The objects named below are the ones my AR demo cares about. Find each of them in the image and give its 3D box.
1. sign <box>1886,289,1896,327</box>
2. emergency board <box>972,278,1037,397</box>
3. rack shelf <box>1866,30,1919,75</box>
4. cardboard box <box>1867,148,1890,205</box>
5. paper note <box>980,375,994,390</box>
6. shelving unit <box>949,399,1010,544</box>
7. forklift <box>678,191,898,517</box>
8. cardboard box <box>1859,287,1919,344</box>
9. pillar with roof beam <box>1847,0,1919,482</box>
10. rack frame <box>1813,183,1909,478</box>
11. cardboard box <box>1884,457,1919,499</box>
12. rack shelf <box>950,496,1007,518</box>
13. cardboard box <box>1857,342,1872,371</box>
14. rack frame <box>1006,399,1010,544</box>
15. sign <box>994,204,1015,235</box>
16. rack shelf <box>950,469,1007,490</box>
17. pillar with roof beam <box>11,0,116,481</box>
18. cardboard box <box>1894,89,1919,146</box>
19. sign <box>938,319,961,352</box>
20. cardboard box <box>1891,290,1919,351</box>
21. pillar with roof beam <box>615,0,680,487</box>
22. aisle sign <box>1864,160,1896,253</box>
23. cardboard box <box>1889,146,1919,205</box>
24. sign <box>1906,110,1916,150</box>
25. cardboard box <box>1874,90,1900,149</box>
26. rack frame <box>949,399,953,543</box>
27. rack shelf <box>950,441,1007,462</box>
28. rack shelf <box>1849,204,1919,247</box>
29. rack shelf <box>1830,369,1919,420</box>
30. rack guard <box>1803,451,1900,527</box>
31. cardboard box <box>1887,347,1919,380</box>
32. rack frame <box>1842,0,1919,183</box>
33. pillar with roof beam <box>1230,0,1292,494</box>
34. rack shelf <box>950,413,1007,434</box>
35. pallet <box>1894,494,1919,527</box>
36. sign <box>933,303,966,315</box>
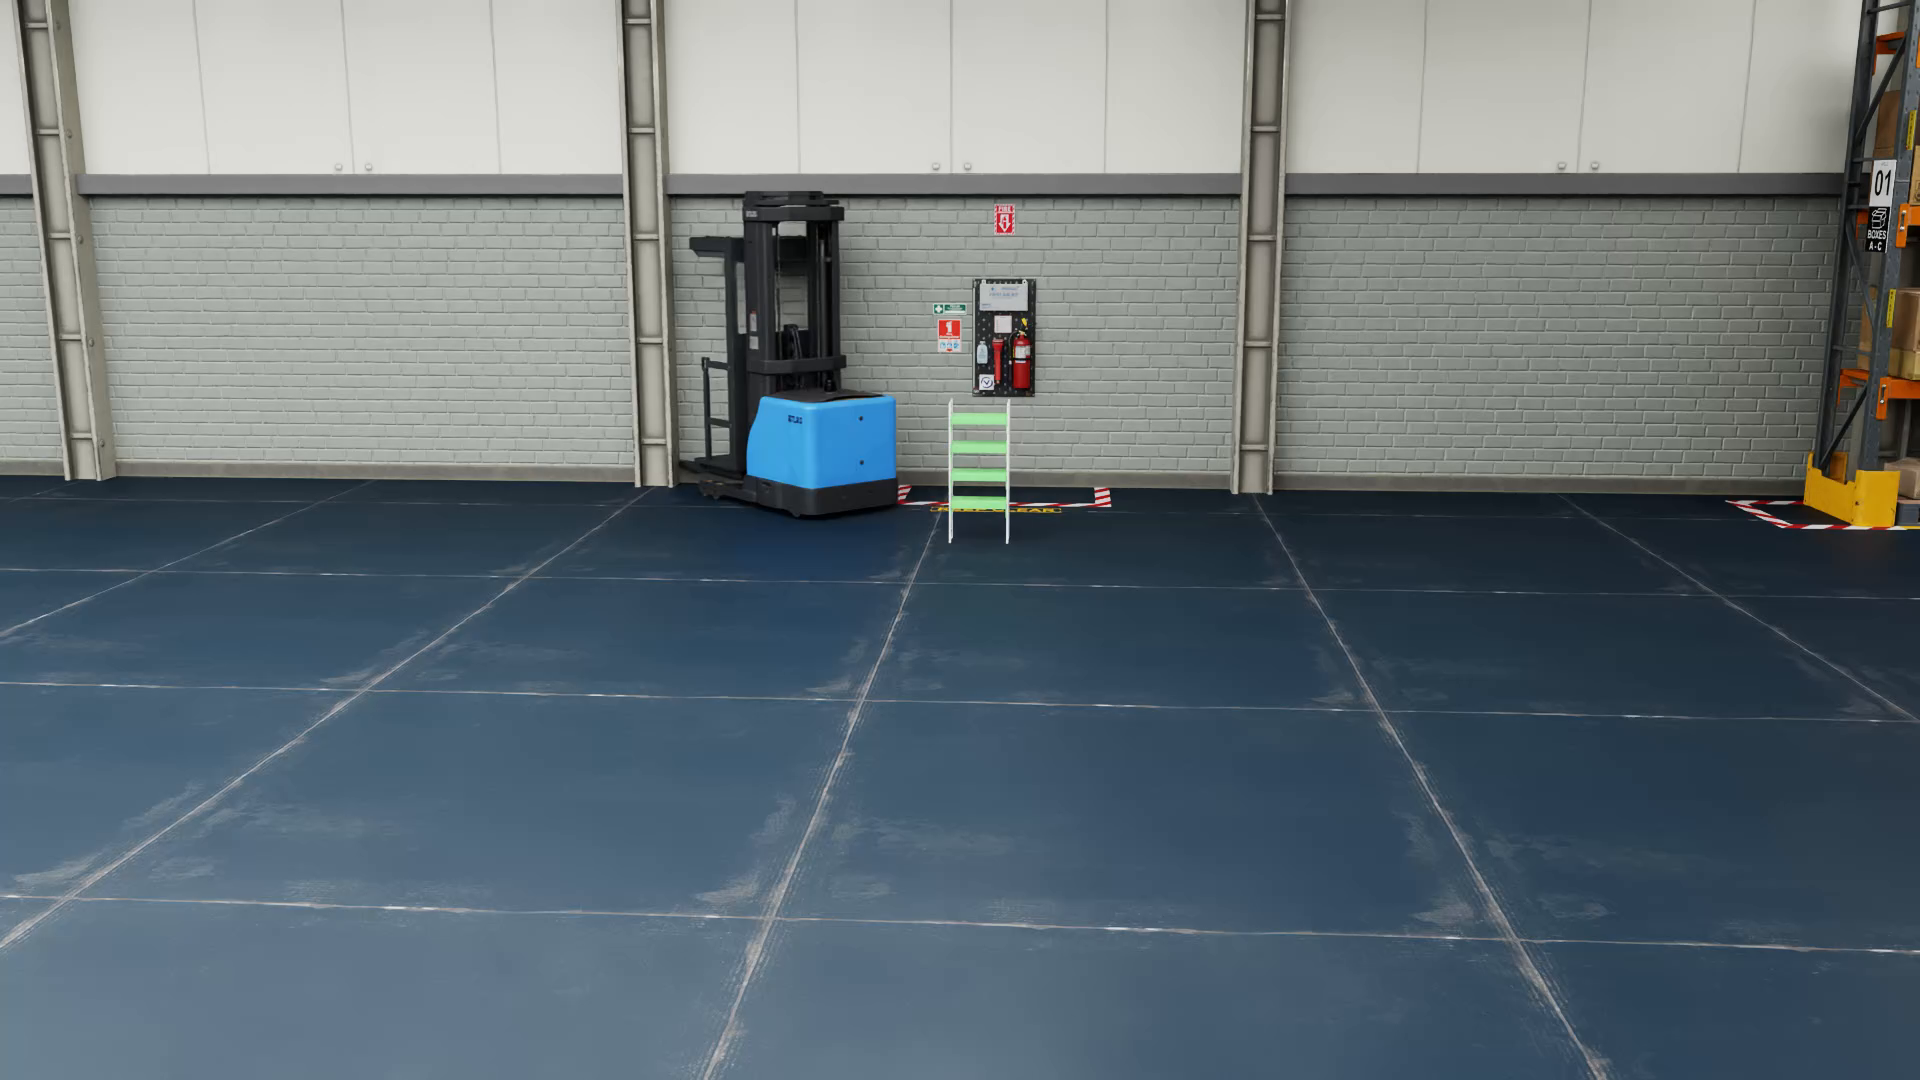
[{"bbox_3d":[8.097,-2.016,14.467,0.005,0.325,0.100,1,12,4],"label":"sign"},{"bbox_3d":[0.439,-1.994,16.476,0.643,1.169,0.194,1,12,4],"label":"emergency board"},{"bbox_3d":[10.128,-4.259,14.415,4.000,0.370,1.077,1,12,4],"label":"rack shelf"},{"bbox_3d":[8.566,-3.276,14.986,0.500,0.500,0.500,2,12,8],"label":"cardboard box"},{"bbox_3d":[0.267,-1.580,16.645,0.142,0.148,0.016,1,12,4],"label":"paper note"},{"bbox_3d":[0.165,-0.585,14.134,0.503,1.200,0.258,1,12,4],"label":"shelving unit"},{"bbox_3d":[-1.904,-1.886,16.127,1.130,2.935,3.031,-10,15,-38],"label":"forklift"},{"bbox_3d":[8.617,-2.044,15.199,0.500,0.500,0.500,1,12,3],"label":"cardboard box"},{"bbox_3d":[8.602,-3.928,11.066,0.400,9.000,9.100,1,12,4],"label":"pillar with roof beam"},{"bbox_3d":[8.133,-1.704,15.086,0.127,3.000,1.000,1,12,4],"label":"rack frame"},{"bbox_3d":[8.817,-0.575,15.183,0.500,0.311,0.500,-1,12,-3],"label":"cardboard box"},{"bbox_3d":[0.165,-0.288,14.197,0.480,0.148,0.258,1,12,4],"label":"rack shelf"},{"bbox_3d":[8.612,-1.673,15.258,0.500,0.250,0.500,1,12,5],"label":"cardboard box"},{"bbox_3d":[0.409,-0.582,14.118,0.015,1.200,0.240,1,12,4],"label":"rack frame"},{"bbox_3d":[0.438,-3.149,16.337,0.199,0.298,0.001,1,12,4],"label":"sign"},{"bbox_3d":[0.165,-0.522,14.147,0.480,0.148,0.258,1,12,4],"label":"rack shelf"},{"bbox_3d":[-9.358,-4.174,12.243,0.400,9.000,9.100,1,12,4],"label":"pillar with roof beam"},{"bbox_3d":[8.501,-3.665,14.402,0.500,0.500,0.500,0,12,0],"label":"cardboard box"},{"bbox_3d":[-0.105,-2.040,16.609,0.234,0.329,0.001,1,12,4],"label":"sign"},{"bbox_3d":[8.589,-1.939,14.698,0.500,0.500,0.500,1,12,4],"label":"cardboard box"},{"bbox_3d":[-3.372,-4.092,11.851,0.400,9.000,9.100,1,12,4],"label":"pillar with roof beam"},{"bbox_3d":[8.041,-2.916,14.531,0.004,0.787,0.394,1,12,4],"label":"aisle sign"},{"bbox_3d":[8.450,-3.175,14.500,0.500,0.500,0.500,1,12,5],"label":"cardboard box"},{"bbox_3d":[8.097,-3.489,14.159,0.005,0.325,0.100,1,12,4],"label":"sign"},{"bbox_3d":[8.581,-3.767,14.891,0.500,0.500,0.500,1,12,6],"label":"cardboard box"},{"bbox_3d":[-0.078,-0.588,14.150,0.015,1.200,0.240,1,12,4],"label":"rack frame"},{"bbox_3d":[0.165,-0.757,14.098,0.480,0.148,0.258,1,12,4],"label":"rack shelf"},{"bbox_3d":[10.128,-2.792,14.721,4.000,0.370,1.077,1,12,4],"label":"rack shelf"},{"bbox_3d":[10.128,-1.324,15.029,4.000,0.370,1.077,1,12,4],"label":"rack shelf"},{"bbox_3d":[8.209,-0.479,15.337,0.348,0.500,1.175,1,12,4],"label":"rack guard"},{"bbox_3d":[8.599,-1.568,14.757,0.500,0.250,0.500,0,12,2],"label":"cardboard box"},{"bbox_3d":[8.133,-4.640,14.471,0.127,3.000,1.000,1,12,4],"label":"rack frame"},{"bbox_3d":[2.615,-4.010,11.459,0.400,9.000,9.100,1,12,4],"label":"pillar with roof beam"},{"bbox_3d":[0.165,-0.992,14.049,0.480,0.148,0.258,1,12,4],"label":"rack shelf"},{"bbox_3d":[9.017,-0.319,15.279,1.213,0.211,1.003,1,12,4],"label":"pallet"},{"bbox_3d":[-0.101,-2.298,16.546,0.331,0.109,0.001,1,12,4],"label":"sign"}]
